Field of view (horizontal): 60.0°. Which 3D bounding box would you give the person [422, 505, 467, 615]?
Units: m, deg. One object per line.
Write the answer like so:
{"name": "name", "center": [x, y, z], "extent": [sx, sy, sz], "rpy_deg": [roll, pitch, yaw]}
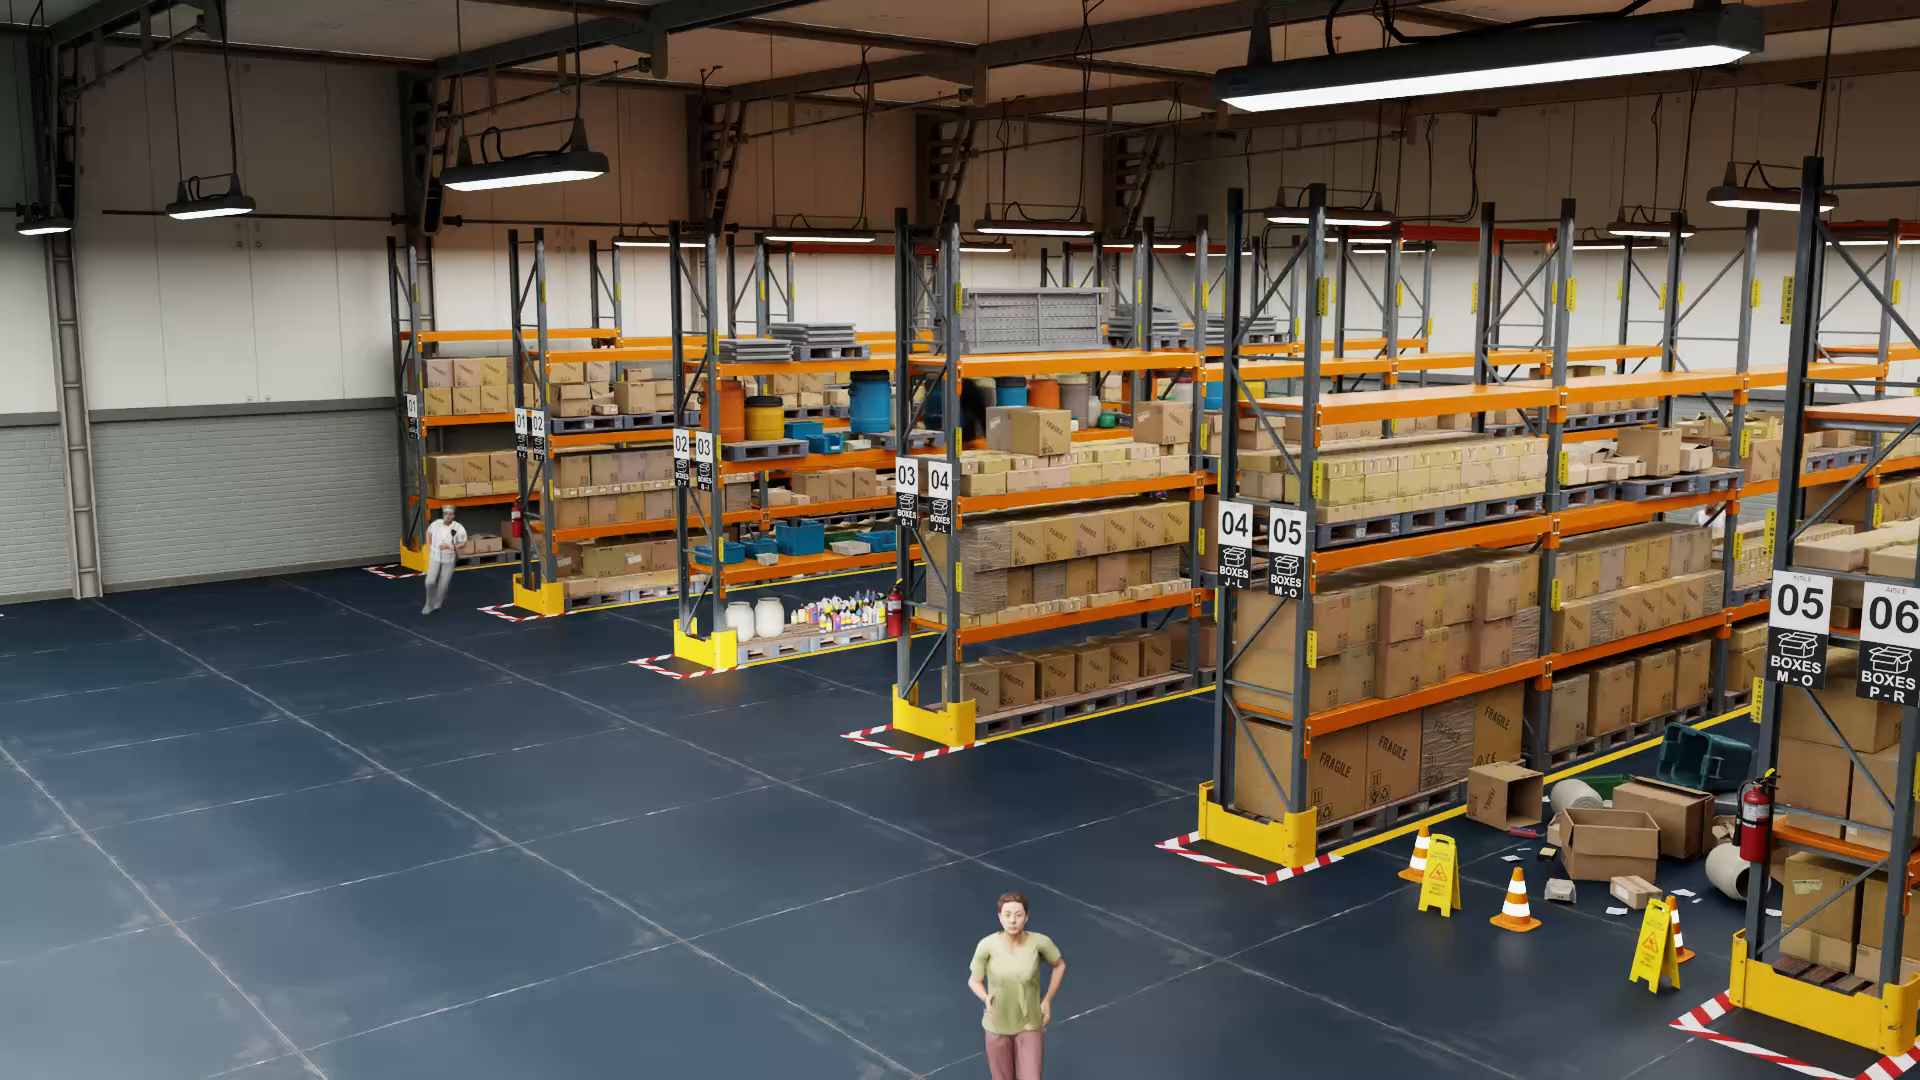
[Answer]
{"name": "person", "center": [-8.130, 0.311, 26.204], "extent": [0.739, 1.782, 0.665], "rpy_deg": [-1, 9, -9]}

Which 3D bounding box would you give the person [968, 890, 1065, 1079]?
{"name": "person", "center": [0.322, 2.870, 9.733], "extent": [0.567, 1.631, 0.556], "rpy_deg": [1, 9, 5]}

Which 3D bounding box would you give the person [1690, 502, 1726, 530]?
{"name": "person", "center": [12.454, 0.094, 27.538], "extent": [0.734, 1.728, 0.777], "rpy_deg": [5, 10, 31]}

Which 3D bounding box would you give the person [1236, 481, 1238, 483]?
{"name": "person", "center": [5.512, -0.895, 34.159], "extent": [0.640, 1.673, 0.644], "rpy_deg": [6, 10, 33]}
